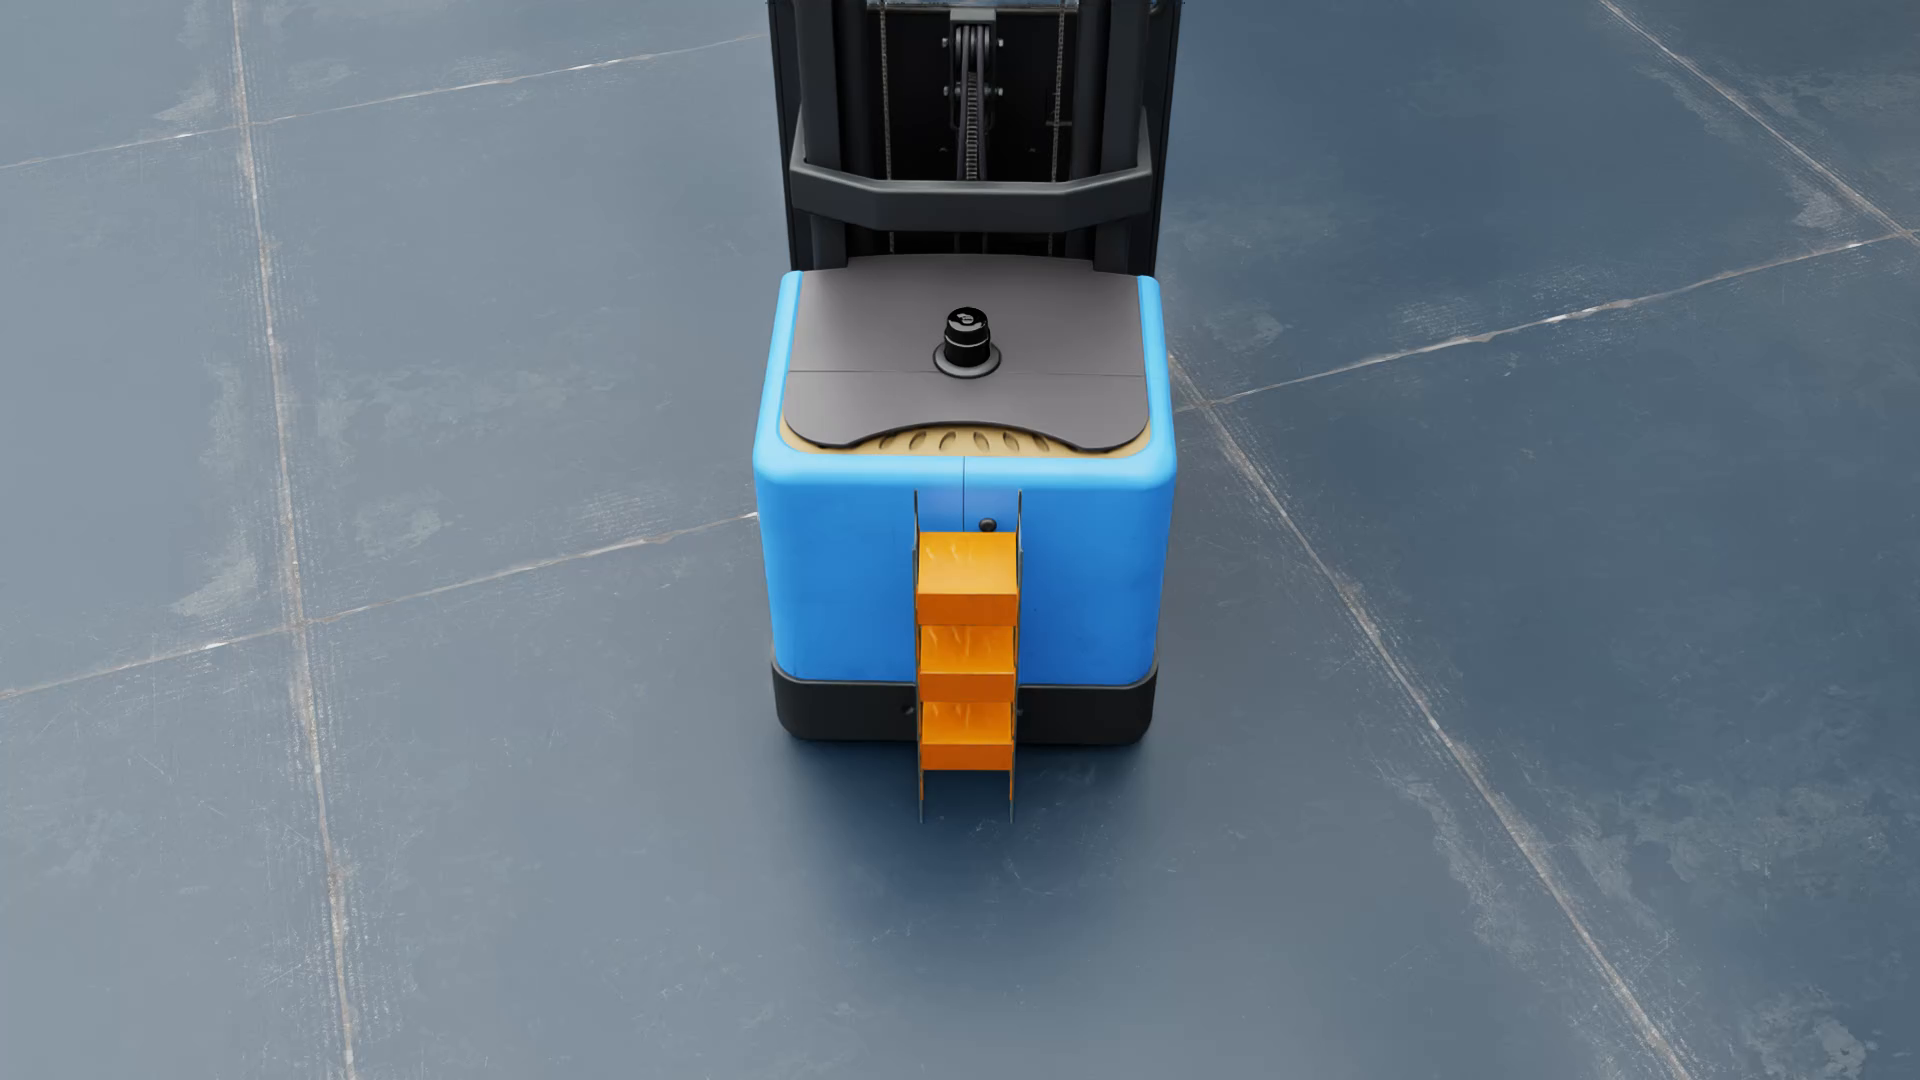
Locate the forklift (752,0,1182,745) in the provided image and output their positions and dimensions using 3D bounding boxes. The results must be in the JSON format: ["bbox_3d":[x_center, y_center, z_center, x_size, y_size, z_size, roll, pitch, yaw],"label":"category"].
[{"bbox_3d":[0.044,-1.498,4.674,1.130,2.935,3.031,1,45,1],"label":"forklift"}]

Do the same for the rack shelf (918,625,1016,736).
[{"bbox_3d":[0.018,0.331,4.194,0.240,0.259,0.215,0,45,0],"label":"rack shelf"}]

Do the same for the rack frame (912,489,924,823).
[{"bbox_3d":[-0.104,0.323,4.187,0.008,1.050,0.200,0,45,0],"label":"rack frame"}]

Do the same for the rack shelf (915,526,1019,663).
[{"bbox_3d":[0.018,0.131,3.993,0.240,0.259,0.215,0,45,0],"label":"rack shelf"}]

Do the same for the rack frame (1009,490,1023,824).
[{"bbox_3d":[0.140,0.324,4.185,0.008,1.050,0.200,0,45,0],"label":"rack frame"}]

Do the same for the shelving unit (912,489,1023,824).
[{"bbox_3d":[0.018,0.324,4.186,0.252,1.050,0.215,0,45,0],"label":"shelving unit"}]

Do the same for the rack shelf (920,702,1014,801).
[{"bbox_3d":[0.018,0.527,4.390,0.240,0.259,0.215,0,45,0],"label":"rack shelf"}]
